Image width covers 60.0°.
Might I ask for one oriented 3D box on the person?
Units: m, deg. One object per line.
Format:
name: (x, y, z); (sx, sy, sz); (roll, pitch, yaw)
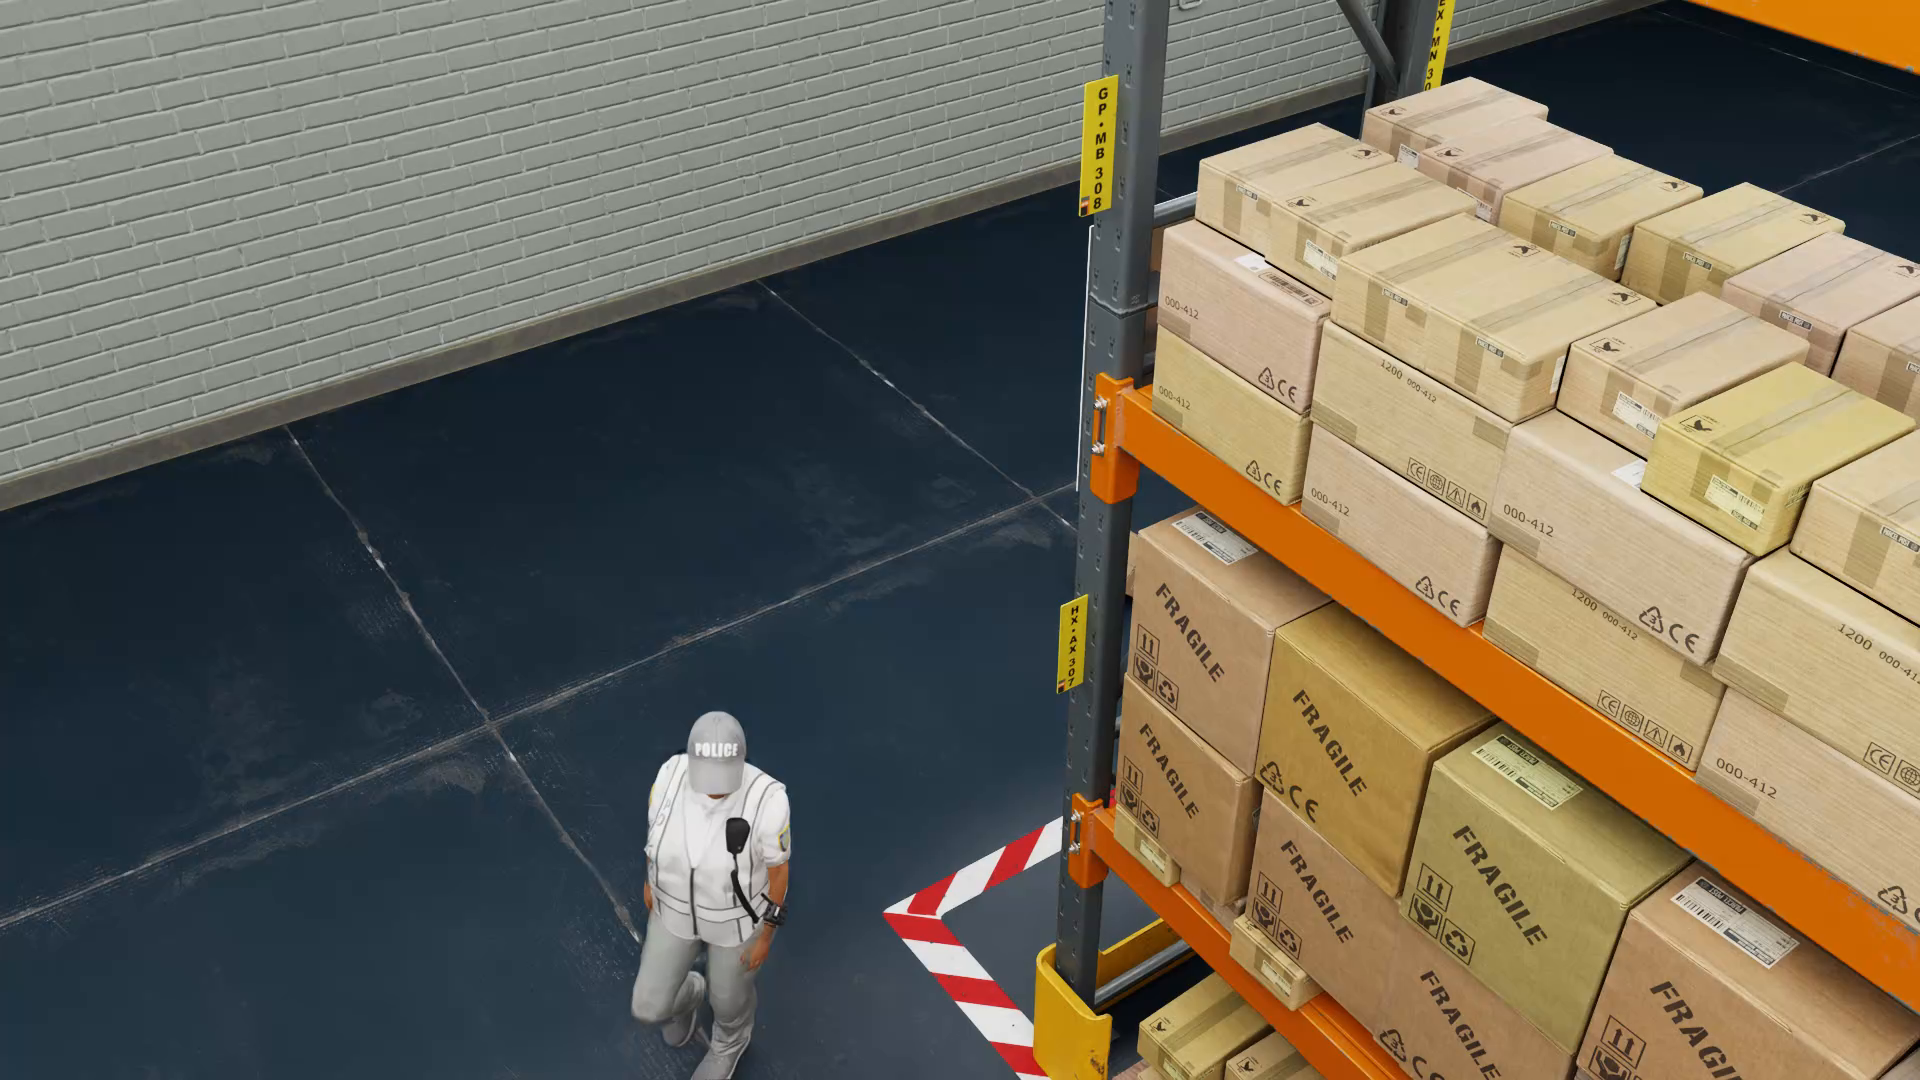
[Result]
person: (-0.819, 1.210, 5.348); (0.563, 1.661, 0.463); (9, 38, 12)
